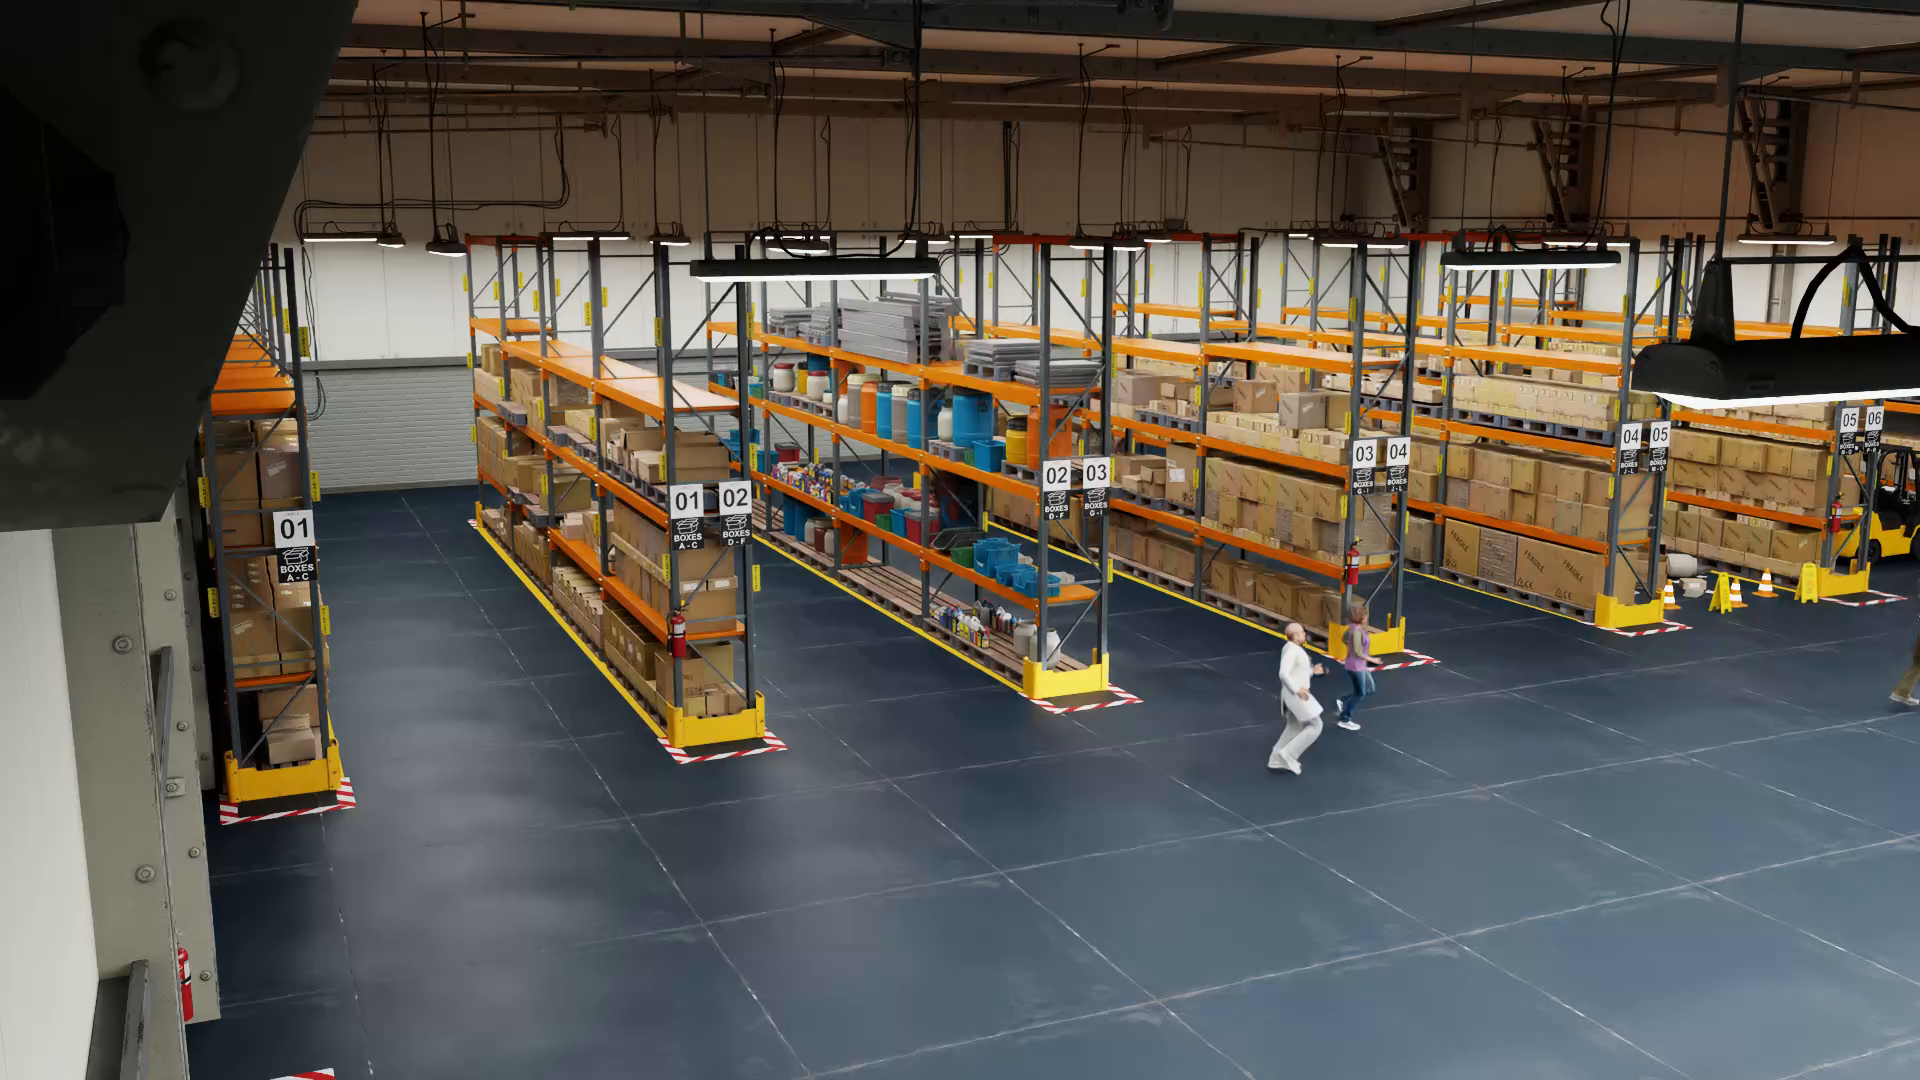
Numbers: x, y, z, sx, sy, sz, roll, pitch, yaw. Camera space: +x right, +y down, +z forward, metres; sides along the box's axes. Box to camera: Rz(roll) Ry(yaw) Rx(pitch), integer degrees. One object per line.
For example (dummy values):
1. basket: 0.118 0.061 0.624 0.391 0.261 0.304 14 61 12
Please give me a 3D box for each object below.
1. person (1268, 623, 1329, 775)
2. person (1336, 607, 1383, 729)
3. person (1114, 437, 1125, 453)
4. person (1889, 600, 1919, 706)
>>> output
1. person: 3.922 1.823 19.129 0.691 1.774 0.689 0 11 -1
2. person: 5.004 1.602 20.818 0.537 1.563 0.539 2 11 10
3. person: 4.219 -2.564 42.080 0.693 1.713 0.560 -5 12 -25
4. person: 12.556 1.356 21.499 0.825 1.842 0.668 1 11 7
